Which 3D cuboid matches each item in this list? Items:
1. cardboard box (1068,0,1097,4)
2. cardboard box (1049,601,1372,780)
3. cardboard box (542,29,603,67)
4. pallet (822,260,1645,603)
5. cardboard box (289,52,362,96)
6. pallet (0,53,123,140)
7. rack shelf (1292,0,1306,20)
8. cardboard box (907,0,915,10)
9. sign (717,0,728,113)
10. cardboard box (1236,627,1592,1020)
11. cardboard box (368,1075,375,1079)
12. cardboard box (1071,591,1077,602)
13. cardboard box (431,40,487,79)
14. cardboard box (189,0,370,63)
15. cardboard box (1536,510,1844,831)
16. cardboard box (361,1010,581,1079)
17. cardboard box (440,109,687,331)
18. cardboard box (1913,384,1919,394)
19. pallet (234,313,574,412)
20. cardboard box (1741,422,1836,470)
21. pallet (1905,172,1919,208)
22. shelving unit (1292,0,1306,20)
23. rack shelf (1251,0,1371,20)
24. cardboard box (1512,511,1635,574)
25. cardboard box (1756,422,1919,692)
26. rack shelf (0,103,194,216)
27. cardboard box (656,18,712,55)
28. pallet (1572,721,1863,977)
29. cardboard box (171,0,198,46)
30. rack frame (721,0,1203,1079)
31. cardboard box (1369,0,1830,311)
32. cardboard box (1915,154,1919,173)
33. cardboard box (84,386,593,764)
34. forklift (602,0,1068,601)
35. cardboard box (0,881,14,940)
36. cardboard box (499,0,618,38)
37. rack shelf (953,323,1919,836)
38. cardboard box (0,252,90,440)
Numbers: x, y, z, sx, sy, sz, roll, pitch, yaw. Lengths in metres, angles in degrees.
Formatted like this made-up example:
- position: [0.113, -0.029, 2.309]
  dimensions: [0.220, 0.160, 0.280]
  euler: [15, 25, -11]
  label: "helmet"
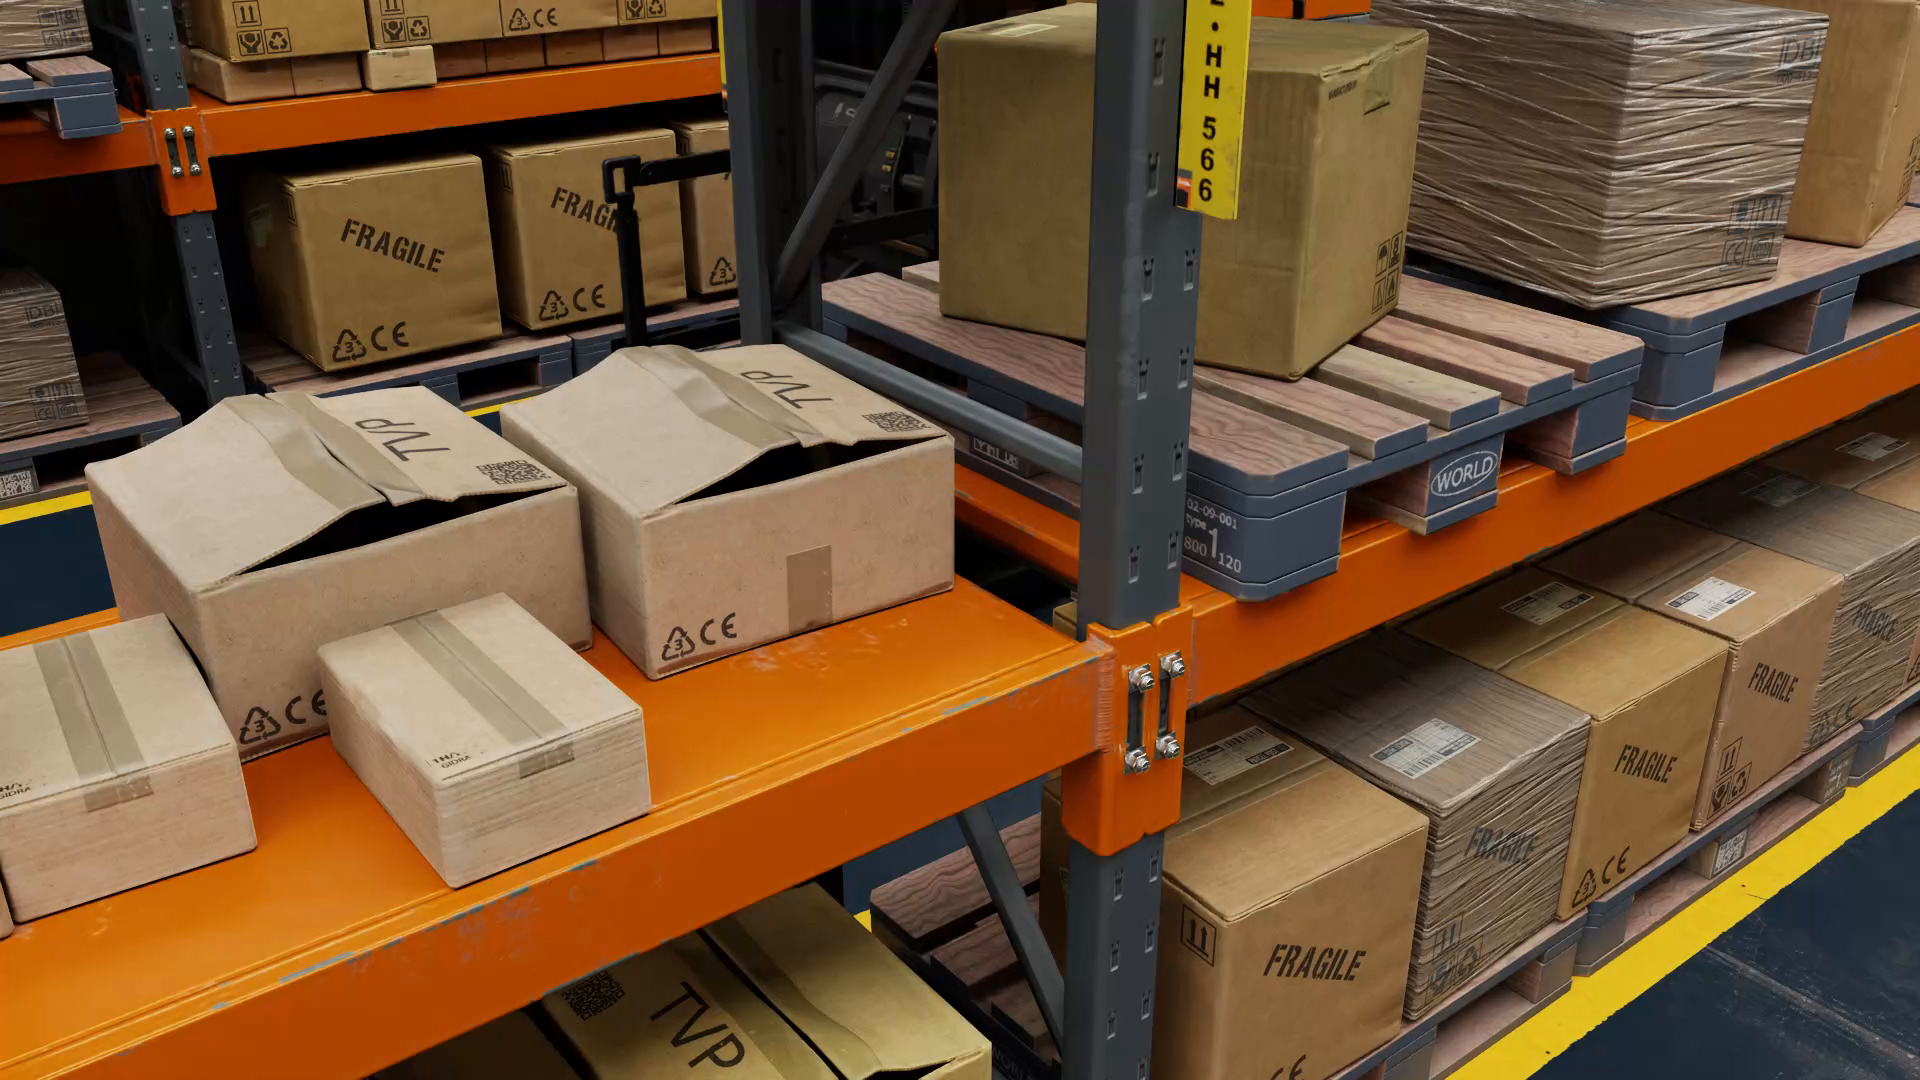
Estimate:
- position: [0.486, -3.164, 8.647]
  dimensions: [0.700, 0.700, 0.980]
  euler: [-18, 30, -33]
  label: "cardboard box"
- position: [0.553, 0.401, 3.770]
  dimensions: [0.500, 0.500, 0.500]
  euler: [-17, 30, -32]
  label: "cardboard box"
- position: [-1.701, -2.100, 6.987]
  dimensions: [0.250, 0.149, 0.380]
  euler: [-18, 30, -33]
  label: "cardboard box"
- position: [0.452, -0.325, 3.115]
  dimensions: [1.003, 0.211, 1.213]
  euler: [-18, 31, -34]
  label: "pallet"
- position: [-2.492, -1.819, 6.382]
  dimensions: [0.250, 0.149, 0.380]
  euler: [-18, 30, -33]
  label: "cardboard box"
- position: [-3.593, -1.546, 5.745]
  dimensions: [1.003, 0.211, 1.213]
  euler: [-18, 31, -34]
  label: "pallet"
- position: [0.863, -1.880, 5.676]
  dimensions: [0.480, 0.518, 0.431]
  euler: [-20, 31, -36]
  label: "rack shelf"
- position: [-0.226, -2.532, 7.918]
  dimensions: [0.250, 0.149, 0.380]
  euler: [-18, 30, -33]
  label: "cardboard box"
- position: [-0.381, -0.879, 2.801]
  dimensions: [0.005, 0.325, 0.100]
  euler: [-18, 31, -34]
  label: "sign"
- position: [0.905, 0.560, 3.427]
  dimensions: [0.500, 0.500, 0.500]
  euler: [-20, 31, -36]
  label: "cardboard box"
- position: [-1.040, 0.767, 2.634]
  dimensions: [0.500, 0.311, 0.500]
  euler: [-19, 31, -35]
  label: "cardboard box"
- position: [0.594, 0.044, 3.647]
  dimensions: [0.500, 0.250, 0.500]
  euler: [-17, 30, -32]
  label: "cardboard box"
- position: [-2.109, -1.967, 6.699]
  dimensions: [0.250, 0.149, 0.380]
  euler: [-19, 31, -35]
  label: "cardboard box"
- position: [-2.558, -2.084, 6.181]
  dimensions: [0.500, 0.500, 0.500]
  euler: [-17, 30, -33]
  label: "cardboard box"
- position: [1.710, 0.294, 4.000]
  dimensions: [0.500, 0.500, 0.500]
  euler: [-19, 31, -36]
  label: "cardboard box"
- position: [-0.704, 0.944, 2.253]
  dimensions: [0.500, 0.311, 0.500]
  euler: [-19, 31, -35]
  label: "cardboard box"
- position: [-1.745, -1.441, 7.347]
  dimensions: [0.750, 0.750, 0.750]
  euler: [-18, 31, -34]
  label: "cardboard box"
- position: [3.383, -0.560, 5.839]
  dimensions: [0.500, 0.500, 0.500]
  euler: [-18, 31, -34]
  label: "cardboard box"
- position: [-2.431, -0.768, 7.154]
  dimensions: [1.213, 0.211, 1.003]
  euler: [-18, 31, -34]
  label: "pallet"
- position: [2.165, -0.131, 4.915]
  dimensions: [0.500, 0.500, 0.500]
  euler: [-18, 30, -33]
  label: "cardboard box"
- position: [2.413, -0.993, 4.556]
  dimensions: [1.213, 0.211, 1.003]
  euler: [-18, 31, -34]
  label: "pallet"
- position: [0.863, -1.257, 5.965]
  dimensions: [0.503, 2.100, 0.431]
  euler: [-20, 31, -36]
  label: "shelving unit"
- position: [1.623, -3.085, 9.689]
  dimensions: [4.000, 0.370, 1.077]
  euler: [-18, 31, -34]
  label: "rack shelf"
- position: [1.369, 0.128, 4.358]
  dimensions: [0.500, 0.500, 0.500]
  euler: [-20, 31, -36]
  label: "cardboard box"
- position: [2.504, 0.031, 4.567]
  dimensions: [0.500, 0.500, 0.500]
  euler: [-18, 30, -34]
  label: "cardboard box"
- position: [-4.672, -1.007, 5.211]
  dimensions: [4.000, 0.370, 1.077]
  euler: [-18, 31, -34]
  label: "rack shelf"
- position: [-1.285, -2.225, 7.255]
  dimensions: [0.250, 0.149, 0.380]
  euler: [-17, 30, -32]
  label: "cardboard box"
- position: [1.532, 0.555, 4.303]
  dimensions: [1.213, 0.211, 1.003]
  euler: [-18, 31, -34]
  label: "pallet"
- position: [-2.889, -2.252, 6.544]
  dimensions: [0.500, 0.500, 0.500]
  euler: [-18, 30, -34]
  label: "cardboard box"
- position: [-0.038, -0.213, 2.646]
  dimensions: [0.127, 3.000, 1.000]
  euler: [-18, 31, -34]
  label: "rack frame"
- position: [1.225, -0.824, 3.345]
  dimensions: [0.500, 0.500, 0.700]
  euler: [-12, 28, -24]
  label: "cardboard box"
- position: [2.096, -1.239, 4.239]
  dimensions: [0.500, 0.500, 0.700]
  euler: [-13, 28, -26]
  label: "cardboard box"
- position: [-0.862, -0.004, 2.302]
  dimensions: [0.500, 0.311, 0.500]
  euler: [-19, 31, -35]
  label: "cardboard box"
- position: [-0.495, -1.154, 4.755]
  dimensions: [3.031, 2.935, 1.130]
  euler: [-20, 31, -36]
  label: "forklift"
- position: [-1.349, 0.183, 1.674]
  dimensions: [0.500, 0.500, 0.500]
  euler: [-20, 32, -37]
  label: "cardboard box"
- position: [-1.749, -2.345, 6.744]
  dimensions: [0.500, 0.500, 0.500]
  euler: [-18, 31, -34]
  label: "cardboard box"
- position: [1.535, -0.406, 3.916]
  dimensions: [4.000, 0.370, 1.077]
  euler: [-18, 31, -34]
  label: "rack shelf"
- position: [-3.633, -0.714, 6.173]
  dimensions: [0.500, 0.500, 0.700]
  euler: [-18, 30, -33]
  label: "cardboard box"
